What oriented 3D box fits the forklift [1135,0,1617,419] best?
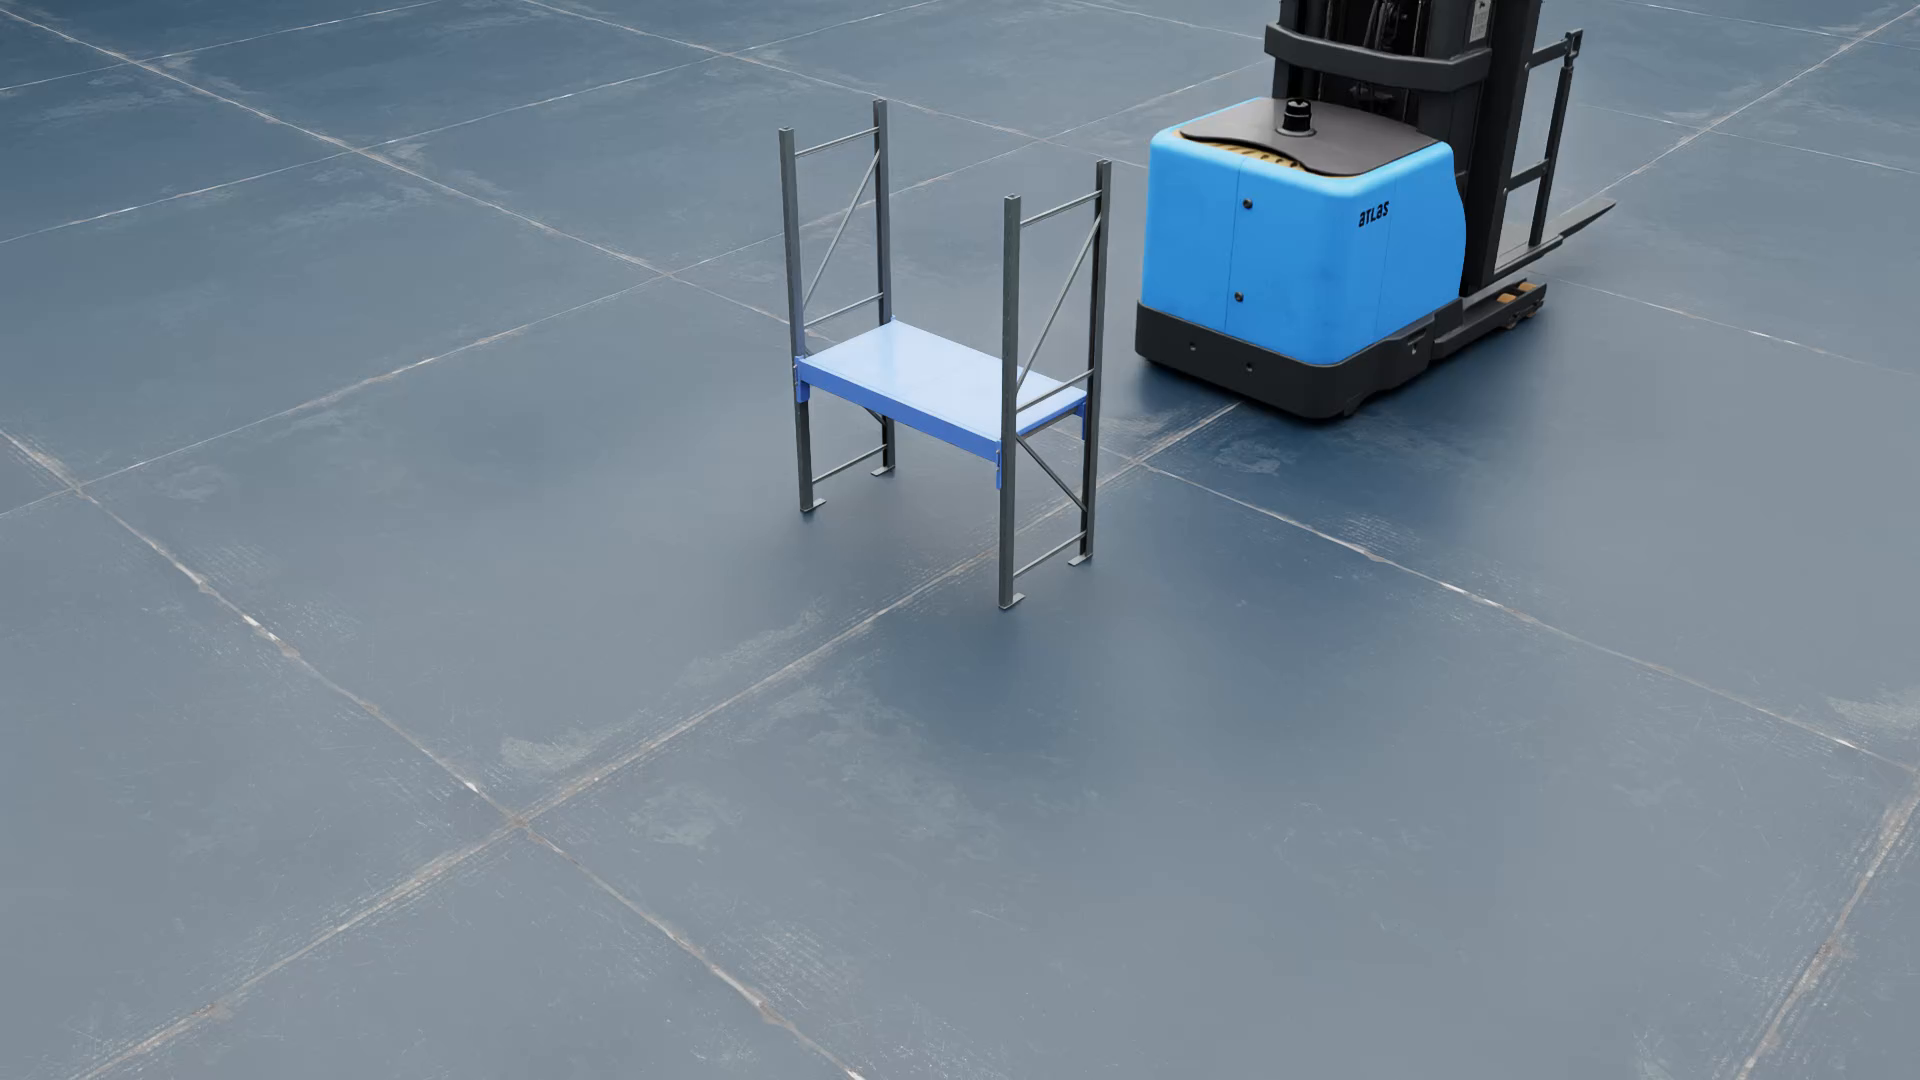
[{"bbox_3d":[2.182,-2.425,7.437,1.130,2.935,3.031,27,40,37],"label":"forklift"}]

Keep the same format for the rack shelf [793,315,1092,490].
[{"bbox_3d":[-0.063,-0.518,6.005,1.000,0.185,0.538,25,39,35],"label":"rack shelf"}]

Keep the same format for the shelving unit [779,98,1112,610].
[{"bbox_3d":[-0.063,-0.672,5.912,1.048,1.500,0.538,25,39,35],"label":"shelving unit"}]

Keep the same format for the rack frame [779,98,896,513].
[{"bbox_3d":[-0.440,-0.848,6.204,0.032,1.500,0.500,25,39,35],"label":"rack frame"}]

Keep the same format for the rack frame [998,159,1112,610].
[{"bbox_3d":[0.314,-0.496,5.620,0.032,1.500,0.500,25,39,35],"label":"rack frame"}]
